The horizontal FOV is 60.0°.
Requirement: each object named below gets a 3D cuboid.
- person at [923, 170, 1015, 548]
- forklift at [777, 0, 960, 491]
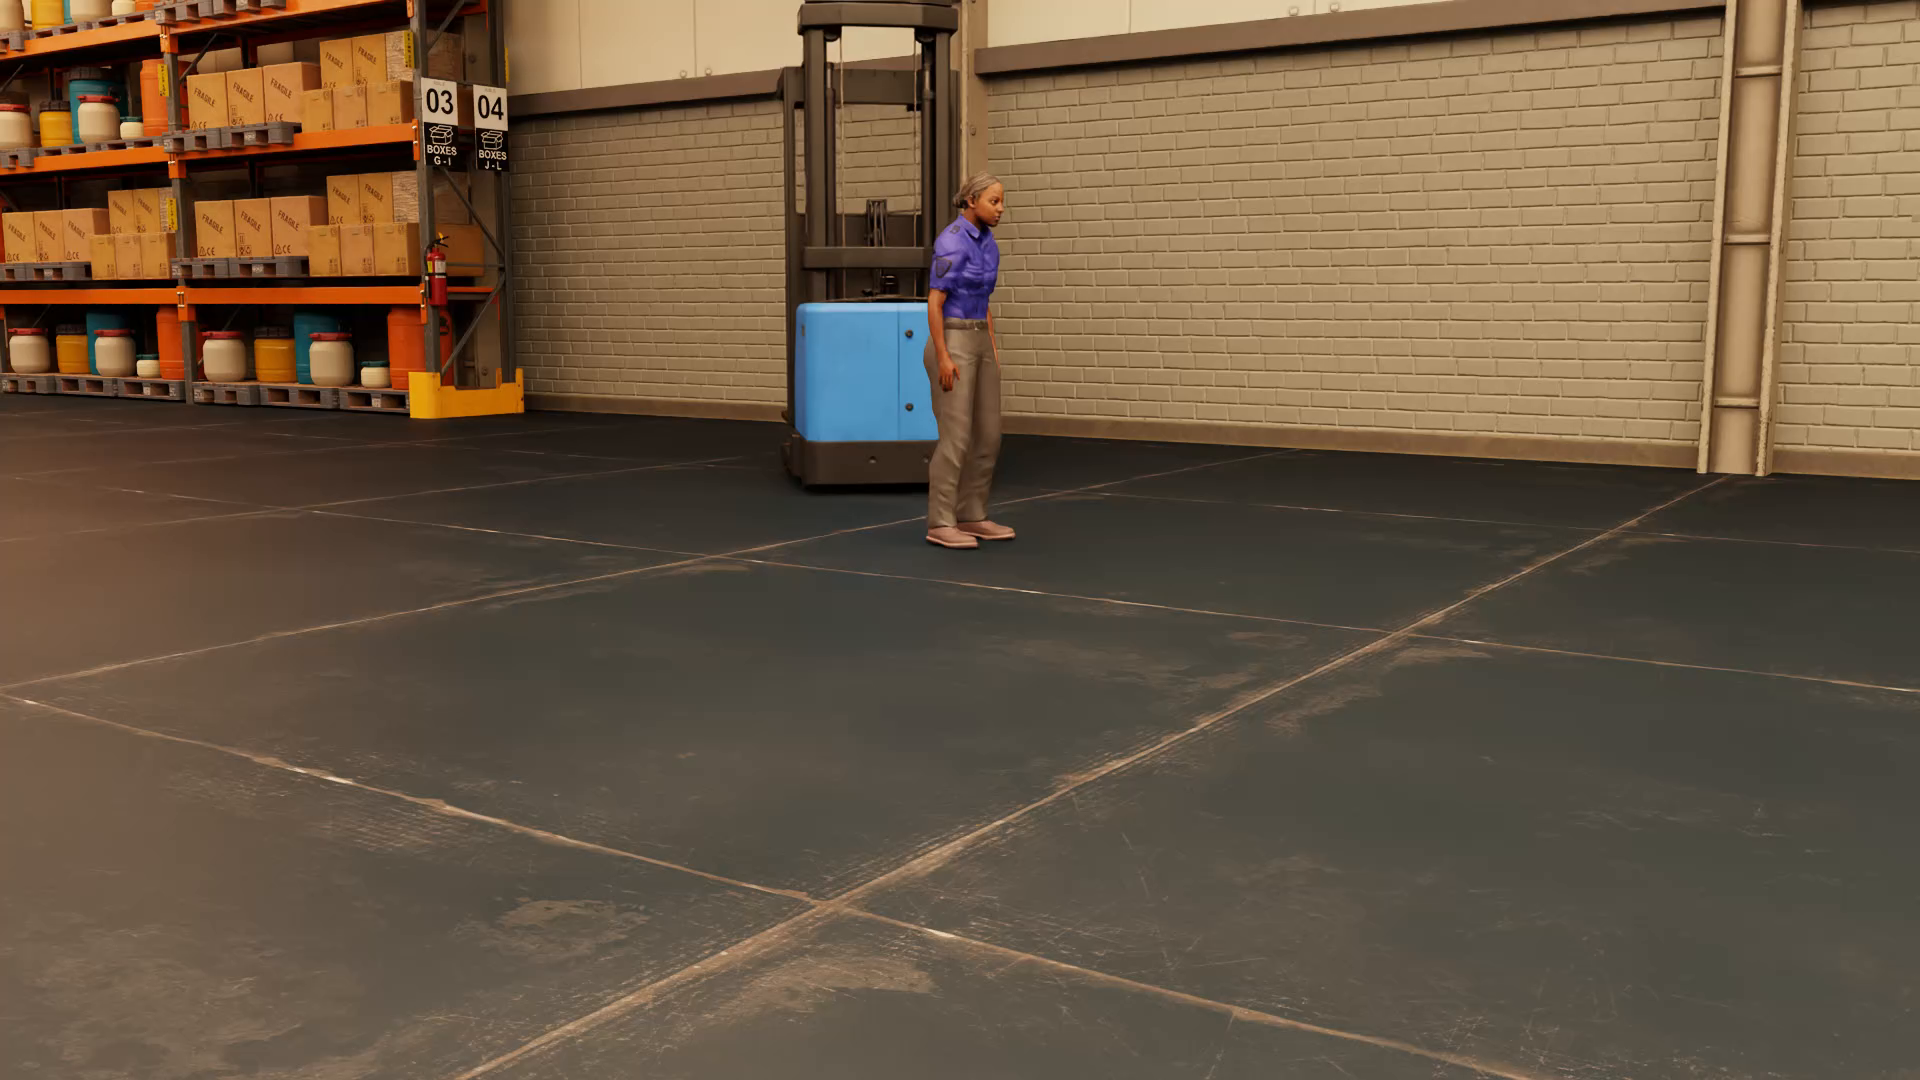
[{"bbox_3d":[0.032,-0.815,7.465,0.349,1.654,0.513,5,10,32],"label":"person"},{"bbox_3d":[-0.584,-1.907,10.604,1.130,2.935,3.031,-1,8,-9],"label":"forklift"}]
